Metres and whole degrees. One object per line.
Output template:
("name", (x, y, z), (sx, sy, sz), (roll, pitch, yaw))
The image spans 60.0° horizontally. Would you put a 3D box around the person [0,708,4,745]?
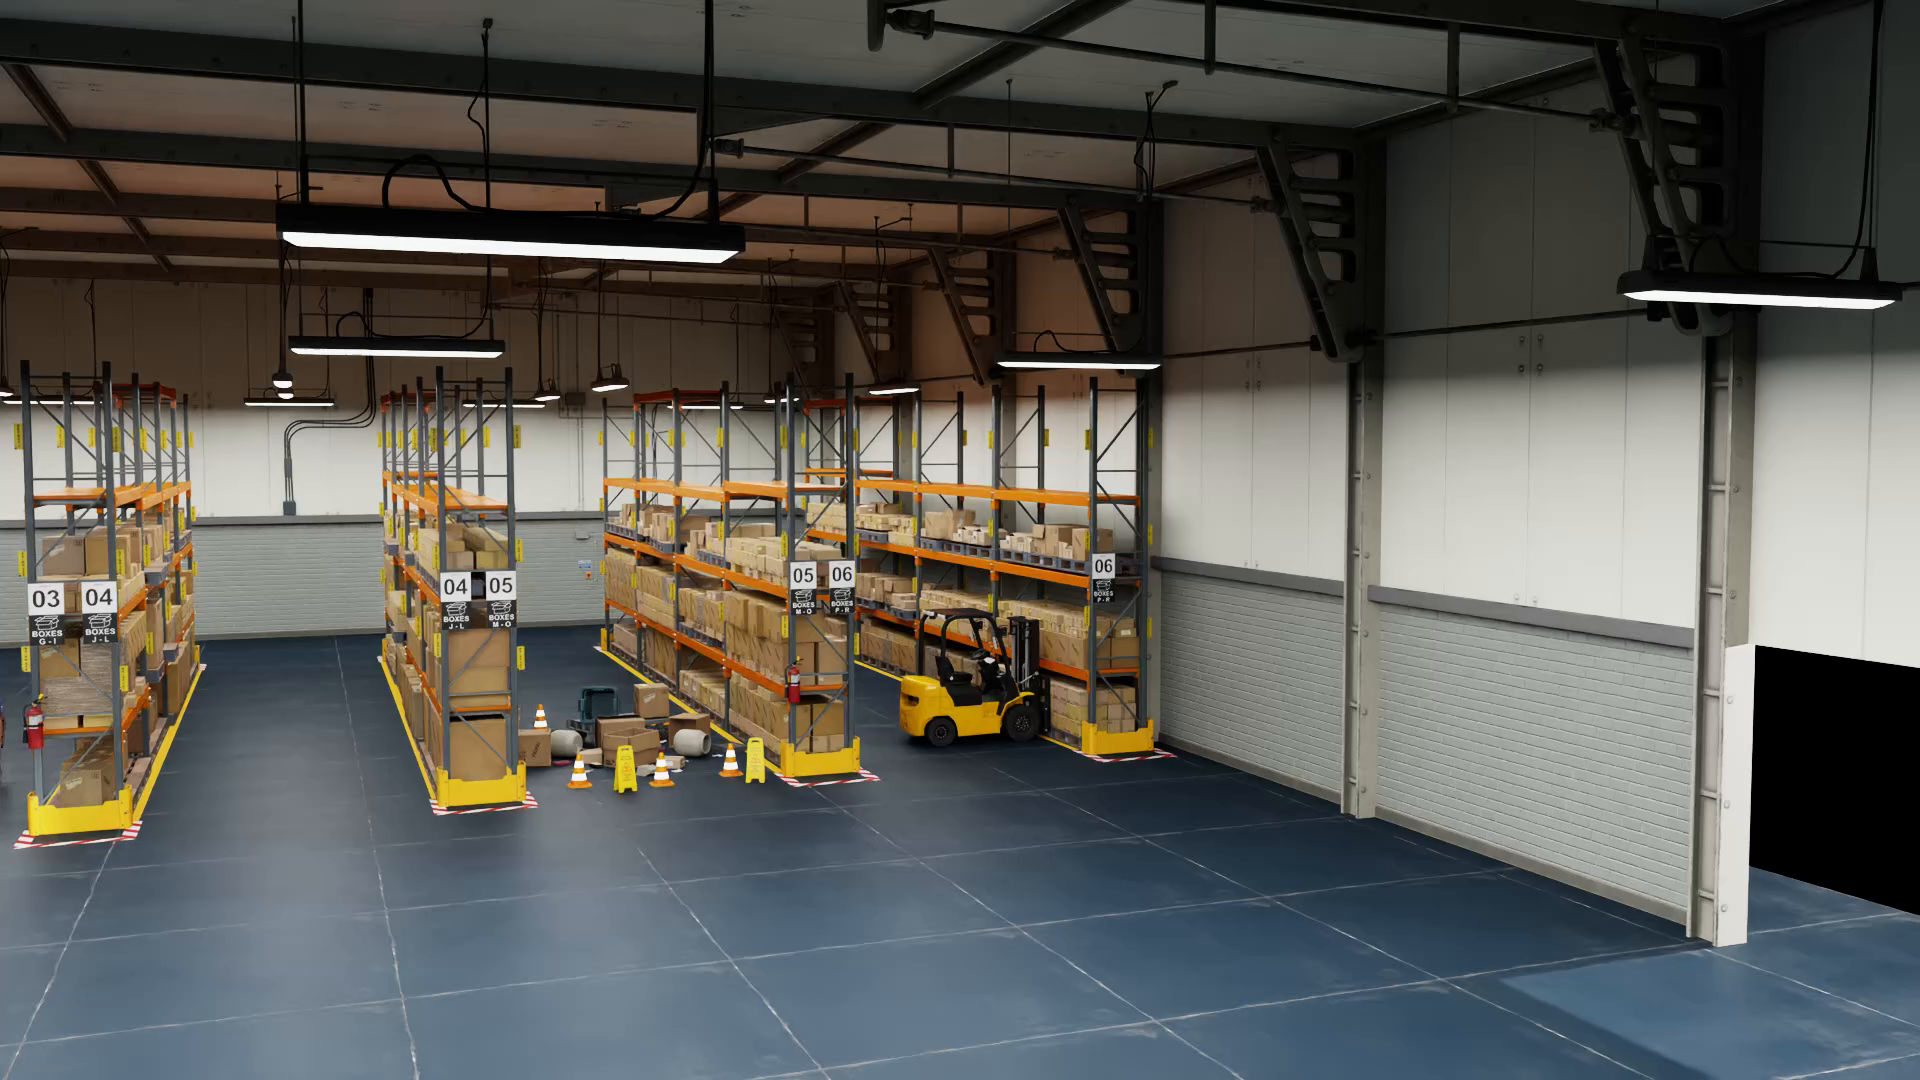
("person", (-13.791, 2.786, 23.450), (0.540, 1.640, 0.554), (-2, 4, -30))
